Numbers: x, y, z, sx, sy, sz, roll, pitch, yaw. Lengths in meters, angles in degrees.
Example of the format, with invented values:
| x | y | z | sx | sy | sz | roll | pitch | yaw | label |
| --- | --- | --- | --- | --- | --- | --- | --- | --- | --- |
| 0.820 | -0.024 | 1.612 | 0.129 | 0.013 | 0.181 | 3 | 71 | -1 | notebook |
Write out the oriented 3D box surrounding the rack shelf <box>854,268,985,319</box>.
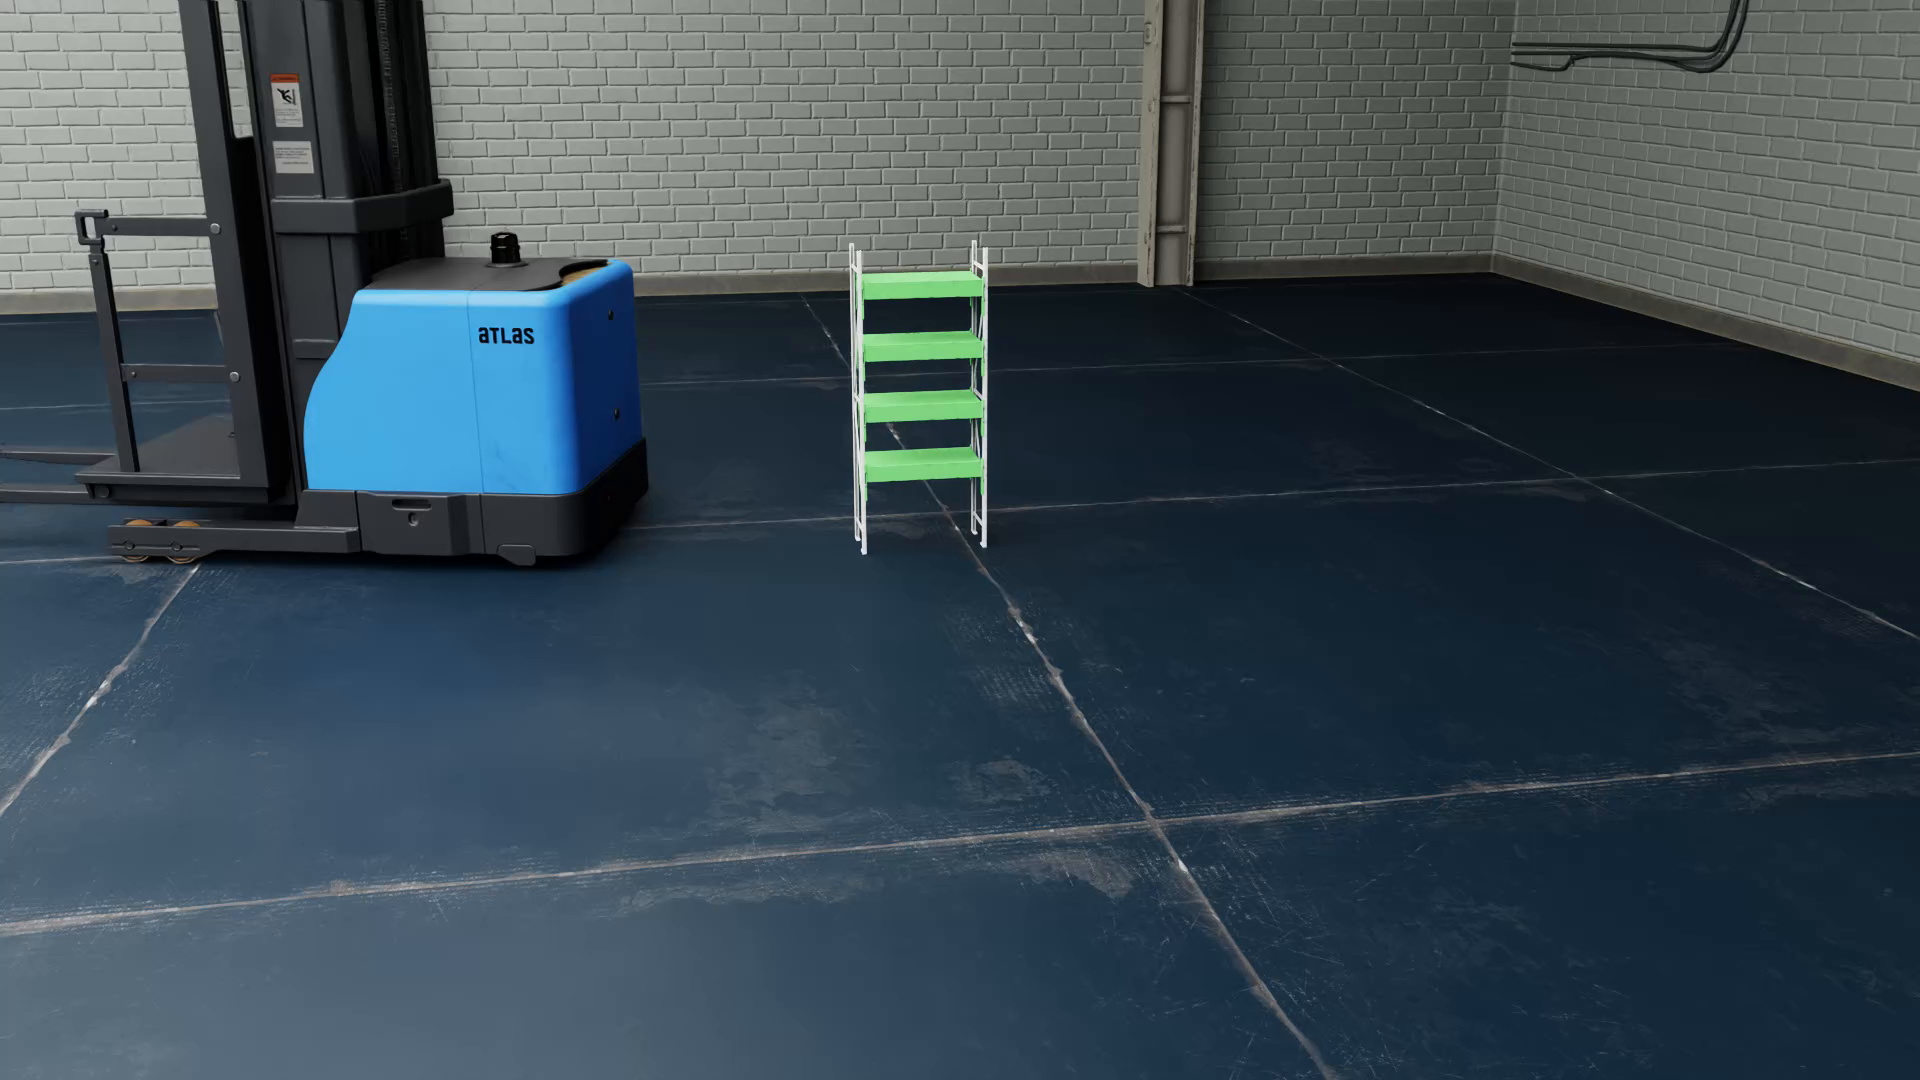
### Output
| x | y | z | sx | sy | sz | roll | pitch | yaw | label |
| --- | --- | --- | --- | --- | --- | --- | --- | --- | --- |
| -0.163 | -0.962 | 6.483 | 0.480 | 0.148 | 0.258 | -3 | 17 | -10 | rack shelf |

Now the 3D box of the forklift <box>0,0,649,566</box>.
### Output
| x | y | z | sx | sy | sz | roll | pitch | yaw | label |
| --- | --- | --- | --- | --- | --- | --- | --- | --- | --- |
| -2.907 | -1.459 | 6.571 | 3.031 | 2.935 | 1.130 | 1 | 17 | 5 | forklift |

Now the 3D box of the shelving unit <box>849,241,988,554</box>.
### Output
| x | y | z | sx | sy | sz | roll | pitch | yaw | label |
| --- | --- | --- | --- | --- | --- | --- | --- | --- | --- |
| -0.163 | -0.564 | 6.606 | 0.503 | 1.200 | 0.258 | -3 | 17 | -10 | shelving unit |

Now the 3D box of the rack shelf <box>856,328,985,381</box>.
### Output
| x | y | z | sx | sy | sz | roll | pitch | yaw | label |
| --- | --- | --- | --- | --- | --- | --- | --- | --- | --- |
| -0.163 | -0.733 | 6.554 | 0.480 | 0.148 | 0.258 | -3 | 17 | -10 | rack shelf |

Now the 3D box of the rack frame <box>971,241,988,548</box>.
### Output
| x | y | z | sx | sy | sz | roll | pitch | yaw | label |
| --- | --- | --- | --- | --- | --- | --- | --- | --- | --- |
| 0.077 | -0.578 | 6.650 | 0.015 | 1.200 | 0.240 | -3 | 17 | -10 | rack frame |

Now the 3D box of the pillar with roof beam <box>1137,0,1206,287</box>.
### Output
| x | y | z | sx | sy | sz | roll | pitch | yaw | label |
| --- | --- | --- | --- | --- | --- | --- | --- | --- | --- |
| 2.502 | -5.170 | 8.317 | 0.400 | 9.000 | 9.100 | -3 | 17 | -10 | pillar with roof beam |

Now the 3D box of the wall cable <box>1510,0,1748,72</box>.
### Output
| x | y | z | sx | sy | sz | roll | pitch | yaw | label |
| --- | --- | --- | --- | --- | --- | --- | --- | --- | --- |
| 4.829 | -4.709 | 12.106 | 0.112 | 2.526 | 3.097 | -3 | 17 | -10 | wall cable |

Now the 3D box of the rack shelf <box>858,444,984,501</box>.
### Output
| x | y | z | sx | sy | sz | roll | pitch | yaw | label |
| --- | --- | --- | --- | --- | --- | --- | --- | --- | --- |
| -0.163 | -0.274 | 6.695 | 0.480 | 0.148 | 0.258 | -3 | 17 | -10 | rack shelf |

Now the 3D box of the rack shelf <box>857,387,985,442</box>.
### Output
| x | y | z | sx | sy | sz | roll | pitch | yaw | label |
| --- | --- | --- | --- | --- | --- | --- | --- | --- | --- |
| -0.163 | -0.503 | 6.624 | 0.480 | 0.148 | 0.258 | -3 | 17 | -10 | rack shelf |

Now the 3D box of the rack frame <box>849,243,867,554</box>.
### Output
| x | y | z | sx | sy | sz | roll | pitch | yaw | label |
| --- | --- | --- | --- | --- | --- | --- | --- | --- | --- |
| -0.402 | -0.551 | 6.561 | 0.015 | 1.200 | 0.240 | -3 | 17 | -10 | rack frame |
